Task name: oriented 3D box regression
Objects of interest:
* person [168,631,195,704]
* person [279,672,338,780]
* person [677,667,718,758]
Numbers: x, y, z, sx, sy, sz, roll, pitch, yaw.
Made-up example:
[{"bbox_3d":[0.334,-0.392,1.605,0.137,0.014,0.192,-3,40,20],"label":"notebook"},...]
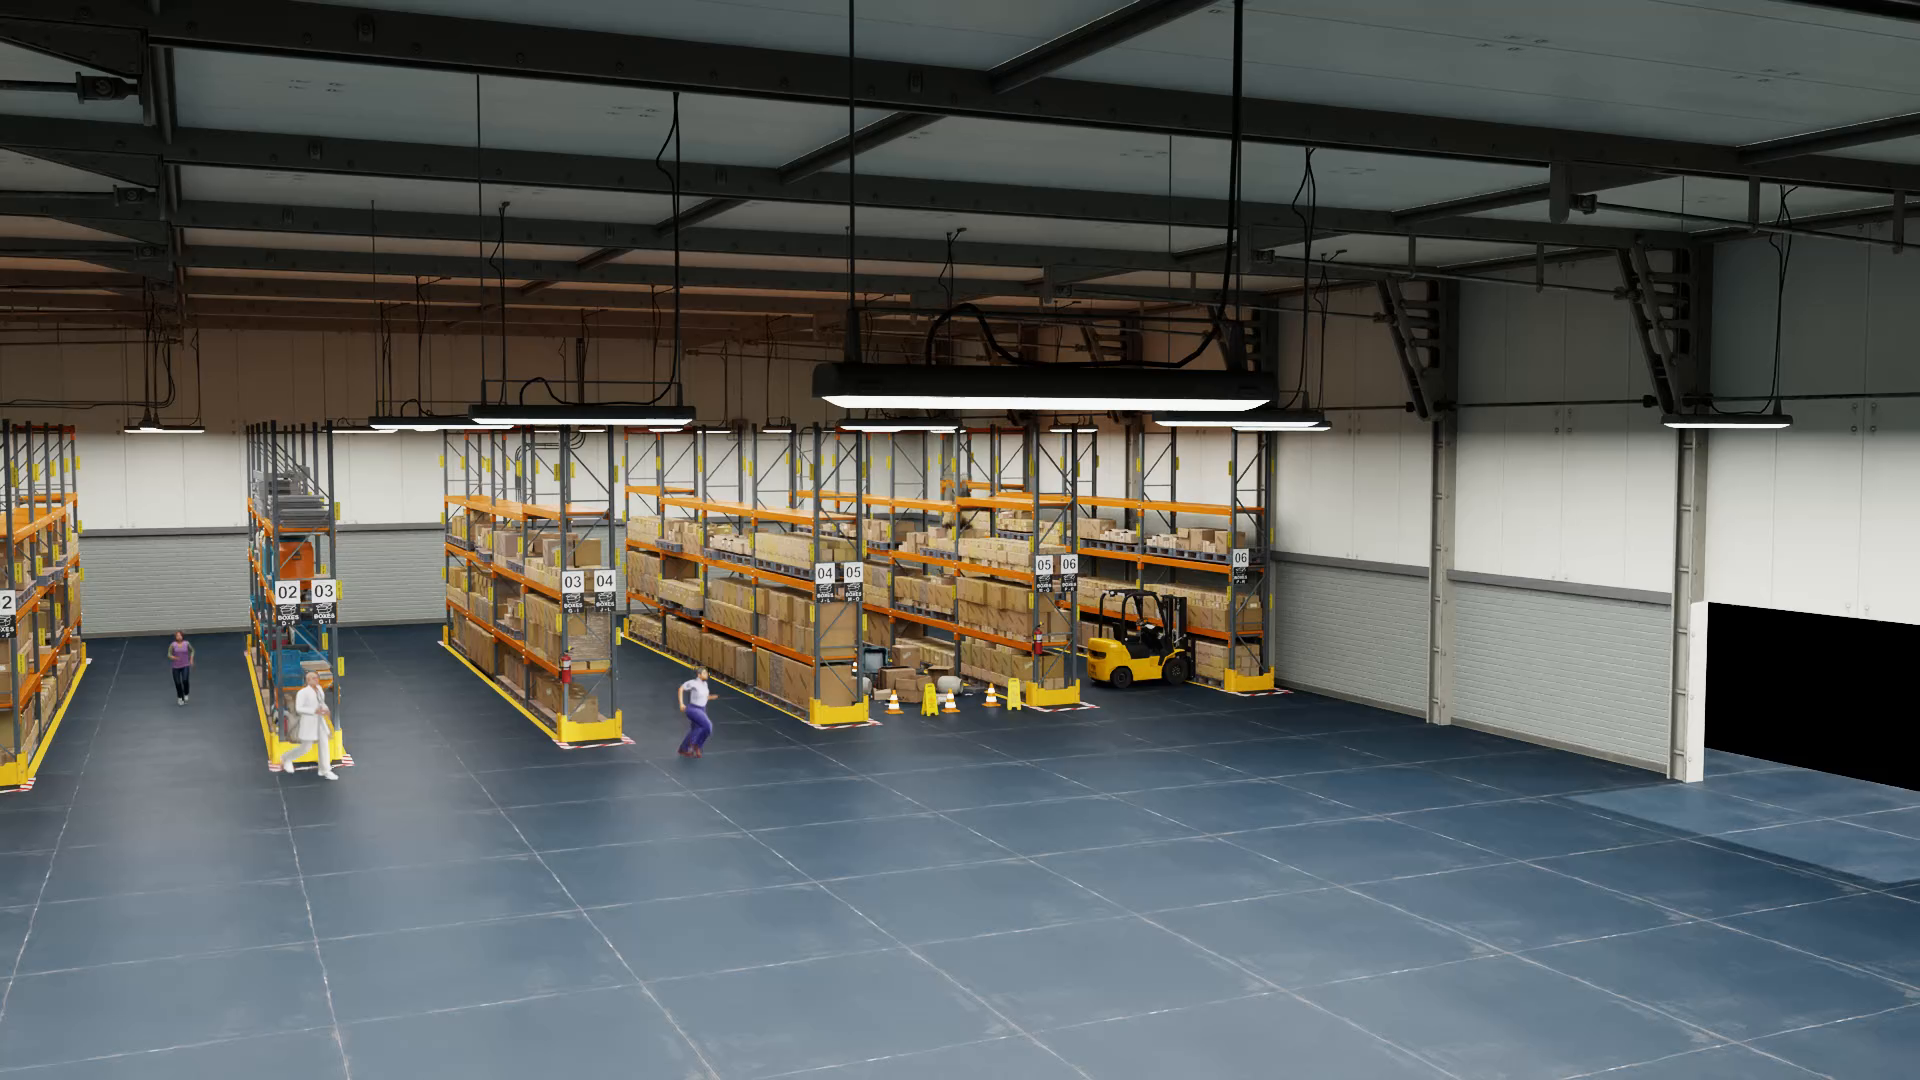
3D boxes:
[{"bbox_3d":[-16.546,2.710,35.330,0.510,1.570,0.636,-1,4,-22],"label":"person"},{"bbox_3d":[-10.883,3.098,27.851,1.036,1.794,0.682,1,4,21],"label":"person"},{"bbox_3d":[-4.661,3.059,29.484,0.772,1.605,0.634,1,4,16],"label":"person"}]
